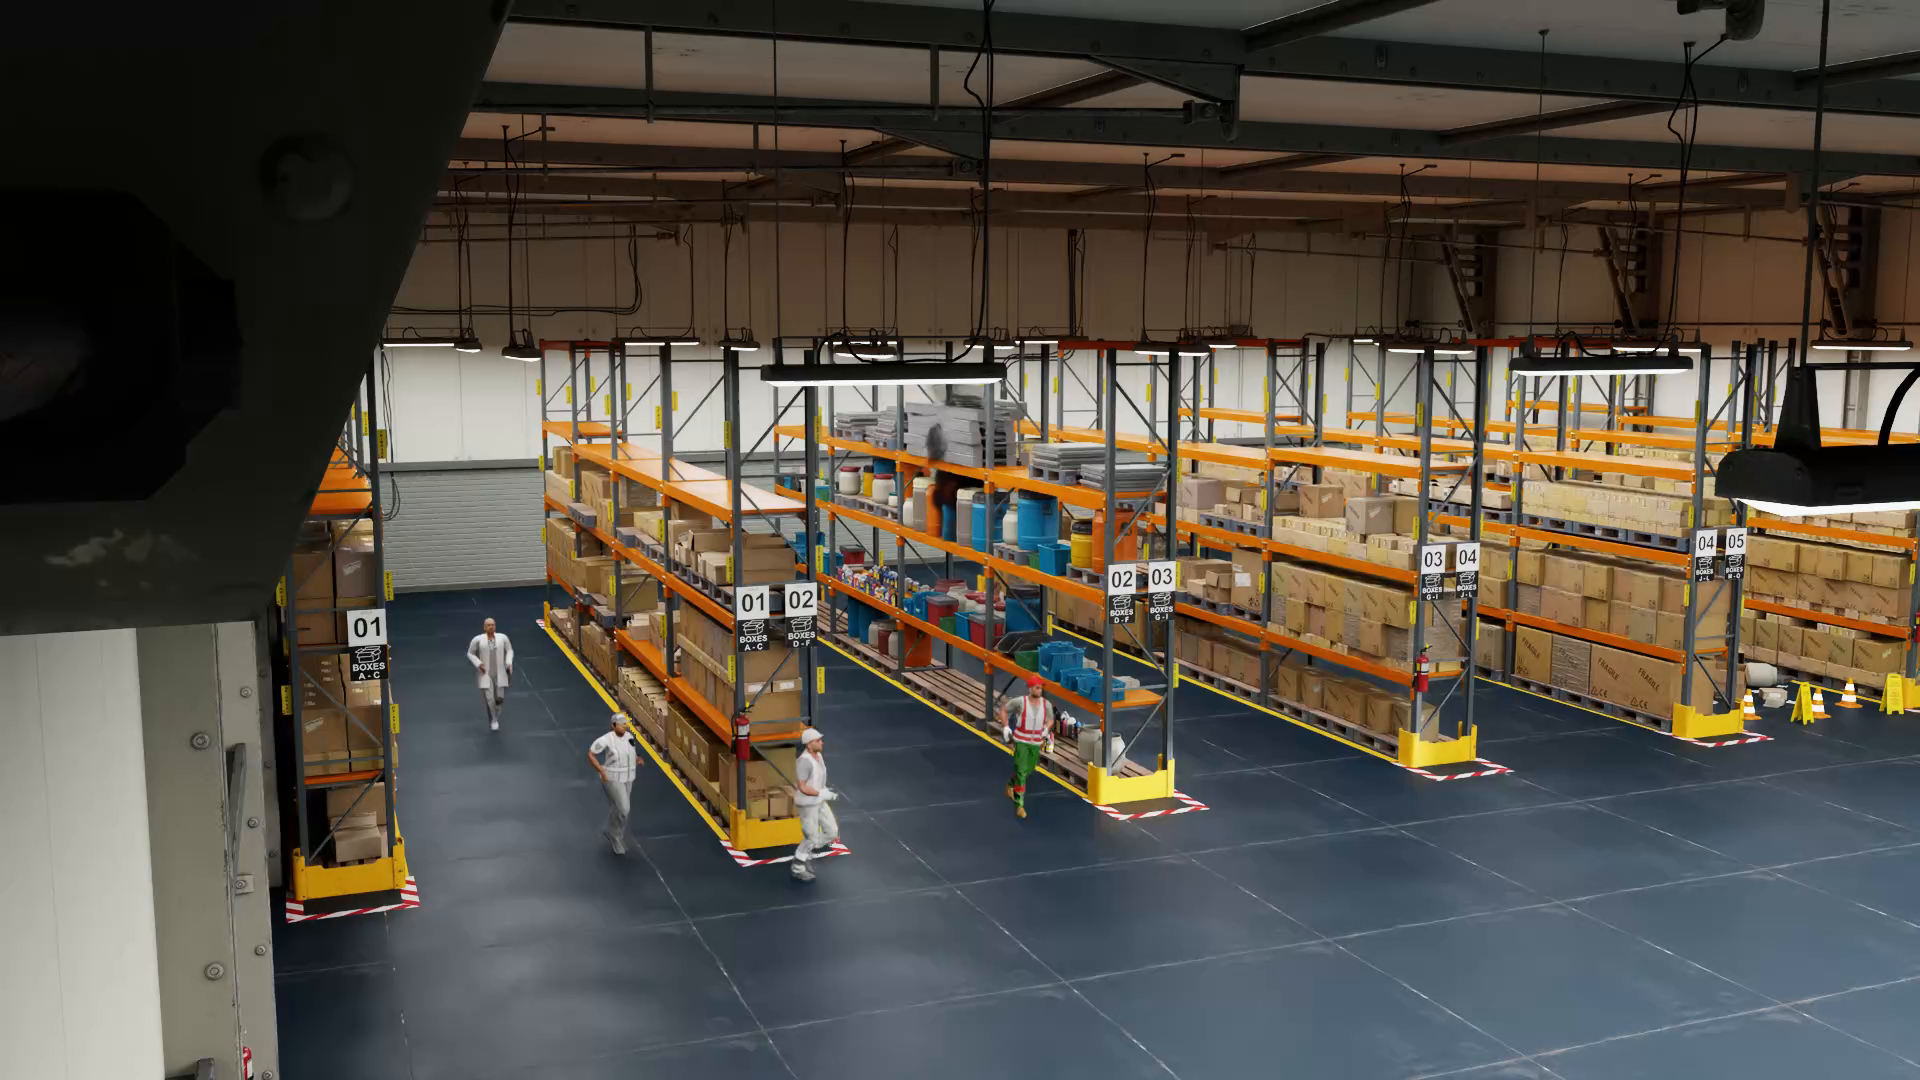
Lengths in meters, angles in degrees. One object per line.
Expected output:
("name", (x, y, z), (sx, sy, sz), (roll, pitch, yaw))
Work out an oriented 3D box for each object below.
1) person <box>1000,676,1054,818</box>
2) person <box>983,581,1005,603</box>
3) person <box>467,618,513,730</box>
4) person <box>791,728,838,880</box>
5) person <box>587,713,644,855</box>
("person", (0.894, 2.632, 21.673), (0.707, 1.743, 0.969), (-3, 8, -20))
("person", (0.593, 1.511, 31.278), (0.524, 1.524, 0.745), (-5, 9, -32))
("person", (-7.376, 2.087, 26.157), (0.712, 1.738, 0.643), (-3, 8, -23))
("person", (-1.627, 3.002, 18.954), (0.608, 1.752, 0.695), (3, 8, 19))
("person", (-4.109, 2.928, 20.046), (0.721, 1.711, 0.581), (5, 9, 35))
